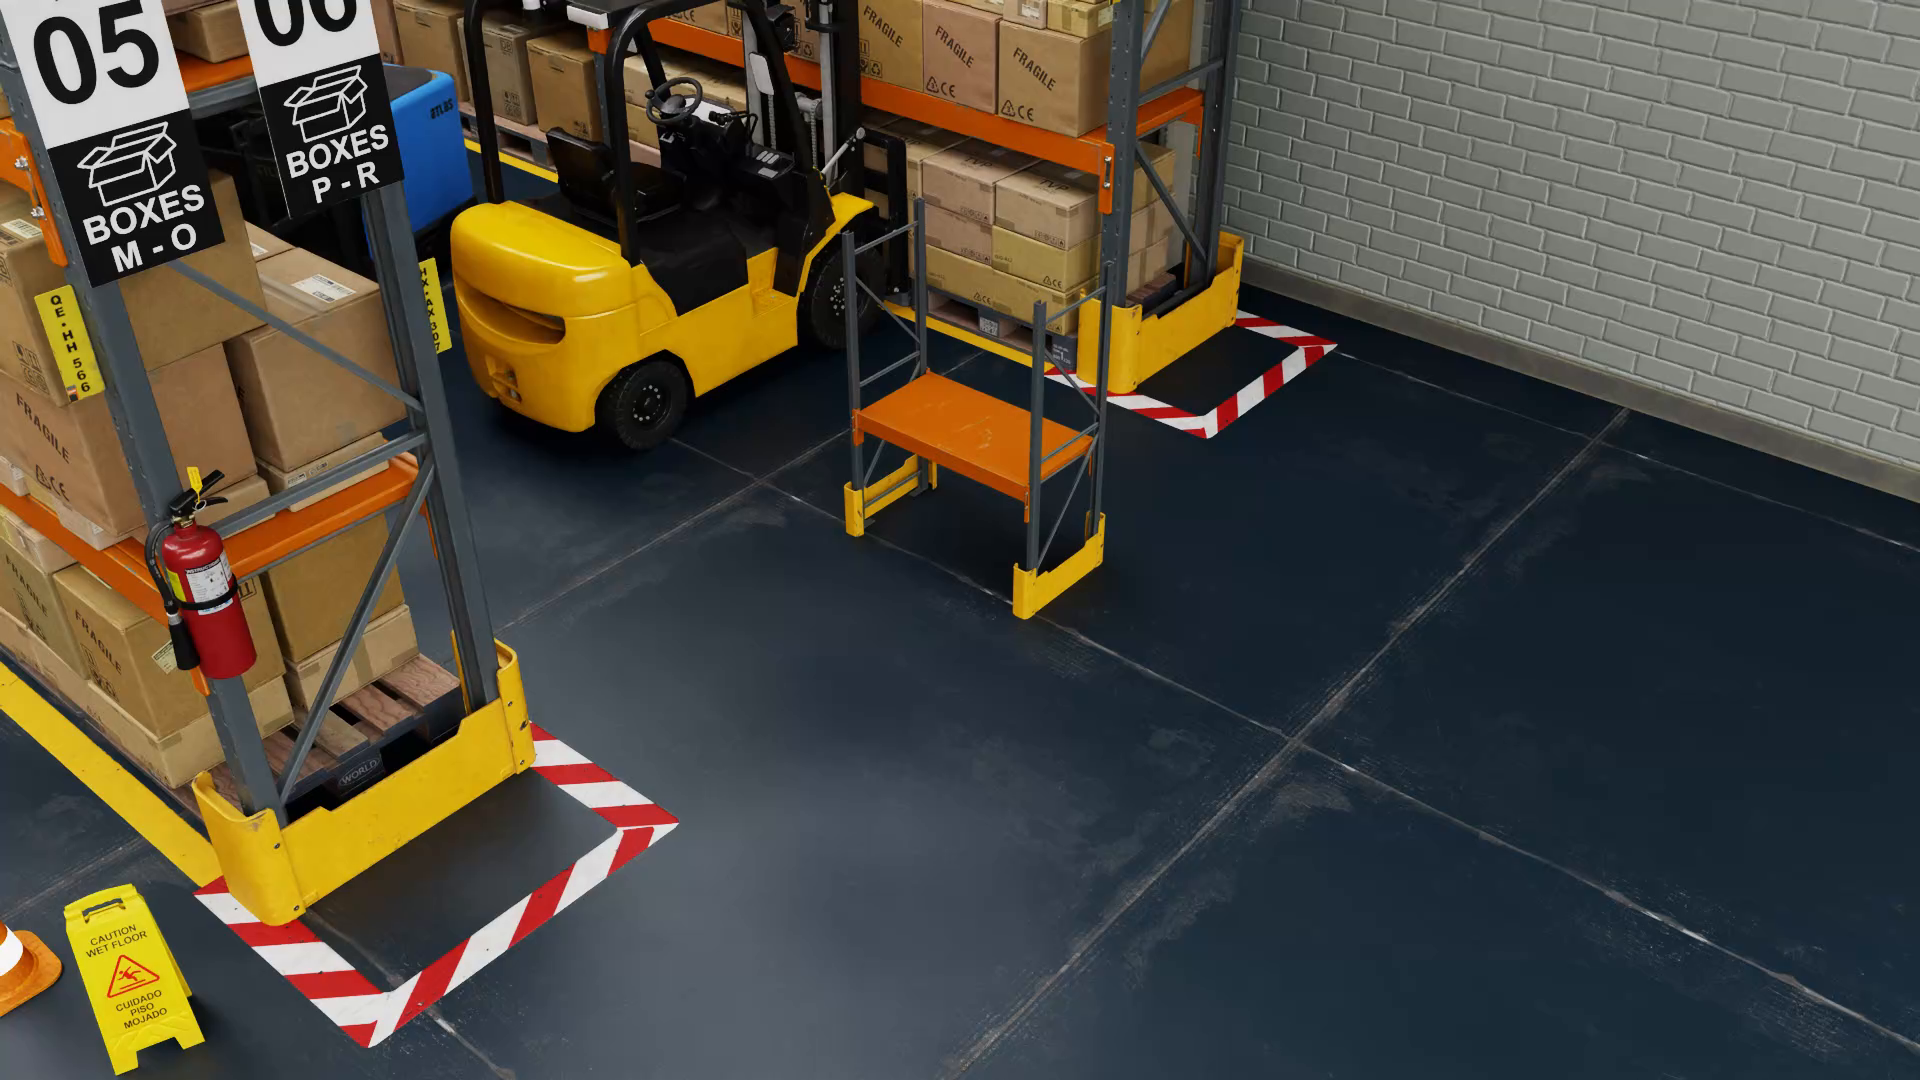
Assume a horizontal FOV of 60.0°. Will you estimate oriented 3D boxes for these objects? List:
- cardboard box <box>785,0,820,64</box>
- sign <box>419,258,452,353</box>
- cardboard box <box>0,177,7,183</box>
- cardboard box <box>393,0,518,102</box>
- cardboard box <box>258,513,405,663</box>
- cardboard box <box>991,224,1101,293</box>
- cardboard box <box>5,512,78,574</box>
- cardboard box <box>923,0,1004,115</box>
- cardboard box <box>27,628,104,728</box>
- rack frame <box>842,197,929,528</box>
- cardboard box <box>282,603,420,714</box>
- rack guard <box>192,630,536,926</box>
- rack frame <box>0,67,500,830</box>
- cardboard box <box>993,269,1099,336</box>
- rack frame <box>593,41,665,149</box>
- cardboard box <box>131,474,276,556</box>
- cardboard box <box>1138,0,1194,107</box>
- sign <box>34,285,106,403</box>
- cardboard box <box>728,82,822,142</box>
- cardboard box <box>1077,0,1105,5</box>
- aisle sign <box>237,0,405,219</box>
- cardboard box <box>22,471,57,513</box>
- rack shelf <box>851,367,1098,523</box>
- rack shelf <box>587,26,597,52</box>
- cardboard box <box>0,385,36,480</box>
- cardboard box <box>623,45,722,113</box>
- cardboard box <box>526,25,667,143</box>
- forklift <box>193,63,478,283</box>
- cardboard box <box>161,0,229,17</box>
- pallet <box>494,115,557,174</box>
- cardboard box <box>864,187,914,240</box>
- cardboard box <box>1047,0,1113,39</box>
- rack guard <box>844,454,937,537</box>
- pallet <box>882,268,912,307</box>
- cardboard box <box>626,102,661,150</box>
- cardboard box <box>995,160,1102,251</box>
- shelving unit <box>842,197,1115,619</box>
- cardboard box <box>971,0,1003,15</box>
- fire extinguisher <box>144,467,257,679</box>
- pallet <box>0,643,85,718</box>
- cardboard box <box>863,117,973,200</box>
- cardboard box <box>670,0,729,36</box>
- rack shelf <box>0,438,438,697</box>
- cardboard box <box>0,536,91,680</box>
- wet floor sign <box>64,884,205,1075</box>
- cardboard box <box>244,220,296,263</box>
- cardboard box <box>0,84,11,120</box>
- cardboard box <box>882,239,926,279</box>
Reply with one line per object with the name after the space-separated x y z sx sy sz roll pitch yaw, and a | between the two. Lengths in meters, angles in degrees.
-0.634 -2.986 9.360 0.500 0.500 0.500 26 42 32 | cardboard box
-1.733 -0.758 5.440 0.005 0.325 0.100 25 42 32 | sign
-2.997 -1.018 5.348 0.500 0.500 0.700 26 42 32 | cardboard box
-3.560 -3.709 12.228 0.625 0.625 0.875 23 41 30 | cardboard box
-2.542 0.065 6.401 0.500 0.500 0.500 24 41 30 | cardboard box
0.519 -1.612 9.064 0.500 0.250 0.500 25 41 31 | cardboard box
-3.188 -0.062 6.013 0.250 0.149 0.380 27 43 33 | cardboard box
0.154 -2.623 8.832 0.500 0.500 0.500 27 43 33 | cardboard box
-3.267 0.428 6.535 0.500 0.250 0.500 25 42 32 | cardboard box
-0.325 -0.771 7.549 0.032 1.500 0.500 25 42 32 | rack frame
-2.523 0.383 6.601 0.500 0.250 0.500 25 42 31 | cardboard box
-2.139 0.838 6.089 0.348 0.500 1.175 25 42 32 | rack guard
-2.080 -0.165 5.341 0.127 3.000 1.000 25 42 32 | rack frame
0.530 -1.399 9.195 0.500 0.250 0.500 26 42 32 | cardboard box
-1.981 -3.775 10.597 0.127 3.000 1.000 25 42 32 | rack frame
-2.504 -0.104 5.474 0.250 0.149 0.380 27 43 33 | cardboard box
0.890 -2.668 8.897 0.500 0.500 0.500 27 43 33 | cardboard box
-2.451 -0.539 4.583 0.005 0.325 0.100 25 42 32 | sign
-1.034 -2.550 9.989 0.500 0.250 0.500 27 43 33 | cardboard box
0.683 -2.795 8.247 0.250 0.149 0.380 25 42 32 | cardboard box
-1.834 -1.349 4.769 0.004 0.787 0.394 25 42 32 | aisle sign
-2.953 -0.250 5.686 0.250 0.149 0.380 24 41 31 | cardboard box
0.066 -0.439 7.382 1.000 0.185 0.538 25 42 32 | rack shelf
-3.518 -4.203 11.856 4.000 0.370 1.077 25 42 32 | rack shelf
-3.055 -0.589 5.607 0.500 0.500 0.500 25 42 32 | cardboard box
-1.810 -2.915 10.520 0.500 0.250 0.500 25 41 31 | cardboard box
-2.389 -3.153 11.419 0.625 0.625 0.875 27 43 34 | cardboard box
-4.016 -2.435 8.706 1.130 2.935 3.031 13 36 18 | forklift
-2.296 -1.761 4.884 0.500 0.250 0.500 24 41 31 | cardboard box
-2.572 -2.876 11.751 1.213 0.211 1.003 25 42 32 | pallet
-0.270 -1.976 9.595 0.500 0.250 0.500 24 41 31 | cardboard box
0.647 -2.638 8.281 0.250 0.149 0.380 26 42 32 | cardboard box
-0.324 -0.256 7.902 0.087 0.250 0.587 25 42 32 | rack guard
-0.455 -1.878 10.297 1.213 0.211 1.003 25 42 32 | pallet
-1.807 -2.711 10.665 0.500 0.250 0.500 25 42 32 | cardboard box
0.539 -1.809 8.909 0.500 0.250 0.500 27 43 33 | cardboard box
0.059 -0.591 7.285 1.083 1.500 0.587 25 42 32 | shelving unit
0.271 -2.839 8.573 0.250 0.149 0.380 26 42 33 | cardboard box
-2.287 0.109 5.011 0.183 0.674 0.296 25 42 32 | fire extinguisher
-3.674 0.205 7.265 1.213 0.211 1.003 25 42 32 | pallet
-0.251 -2.170 9.435 0.500 0.250 0.500 26 42 32 | cardboard box
-1.396 -3.361 9.905 0.500 0.500 0.500 26 42 33 | cardboard box
-3.617 -0.593 6.600 4.000 0.370 1.077 25 42 32 | rack shelf
-3.266 0.122 6.319 0.500 0.500 0.500 27 43 33 | cardboard box
-2.619 1.340 5.229 0.267 0.644 0.232 -18 38 -25 | wet floor sign
-2.667 -0.808 5.925 0.500 0.500 0.500 27 43 33 | cardboard box
-2.533 -1.306 4.574 0.250 0.149 0.380 25 42 32 | cardboard box
-0.225 -1.768 9.733 0.500 0.250 0.500 26 42 32 | cardboard box
